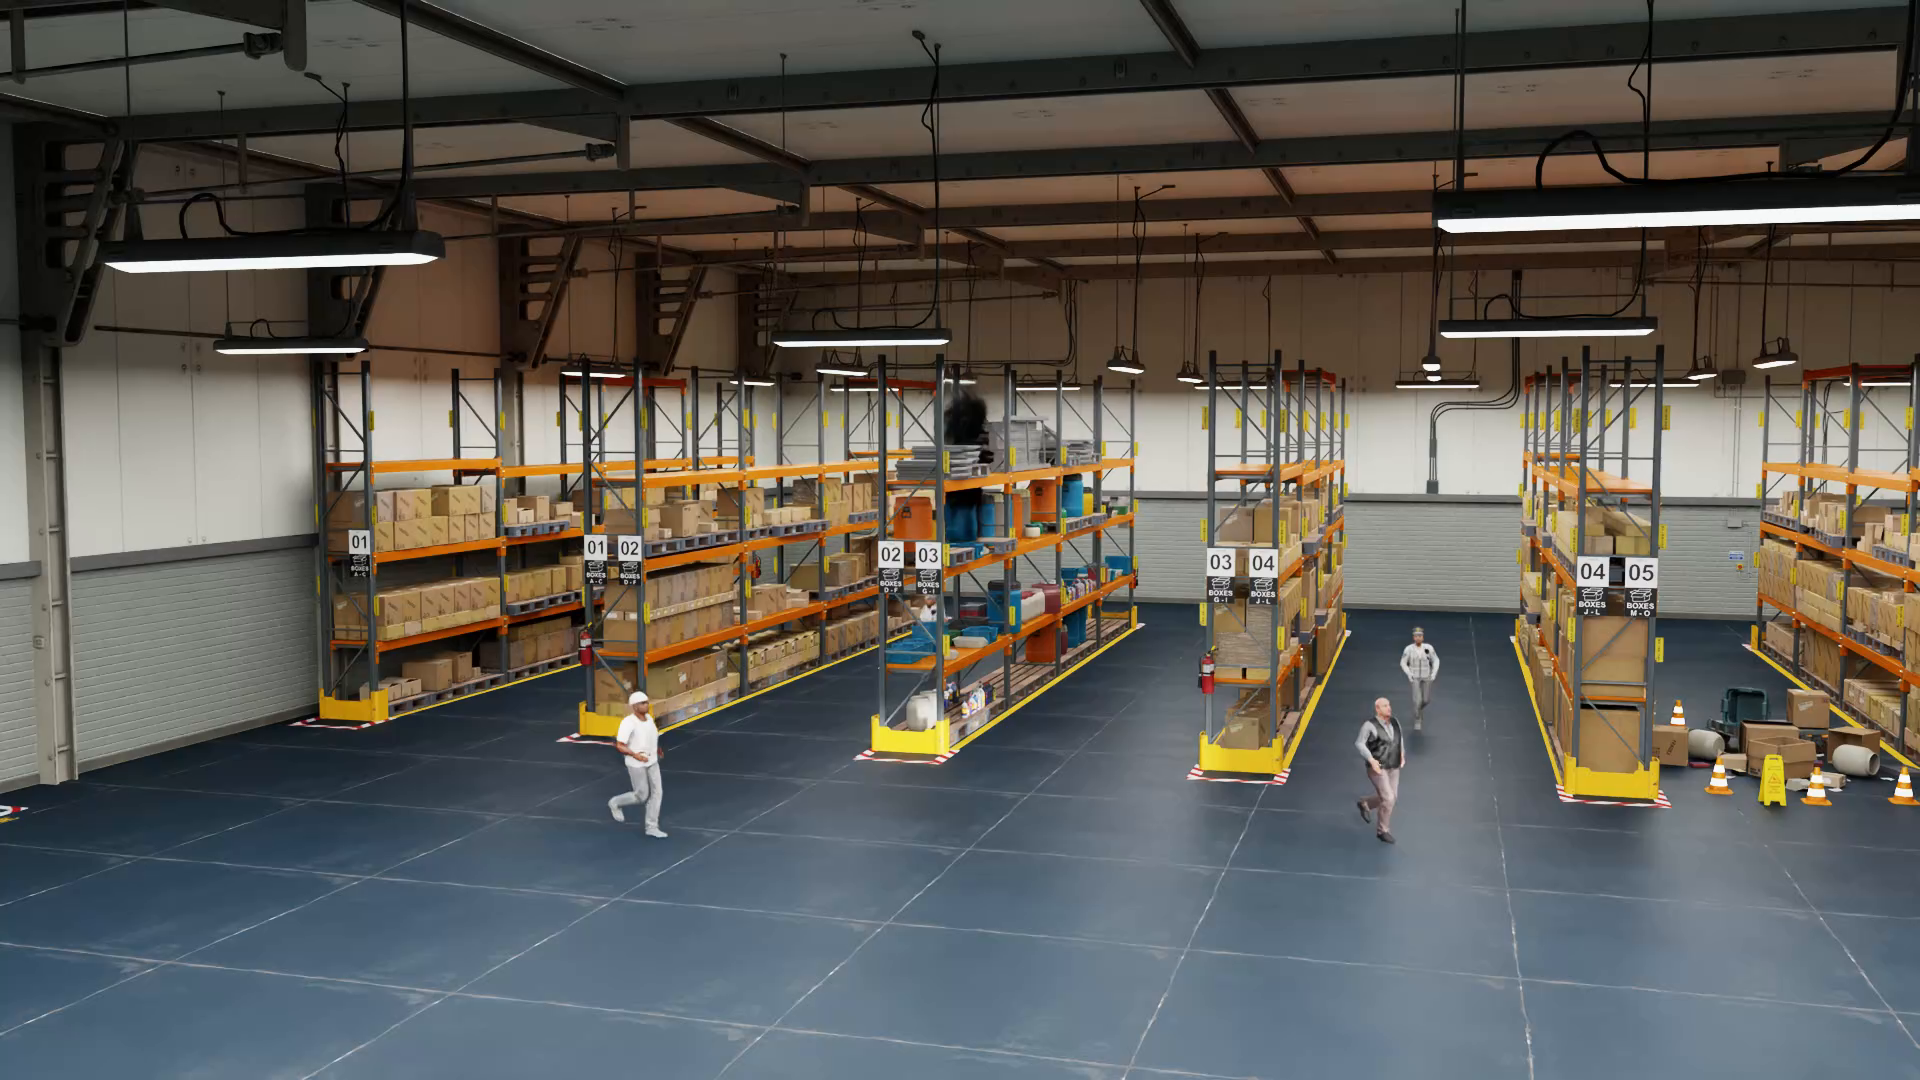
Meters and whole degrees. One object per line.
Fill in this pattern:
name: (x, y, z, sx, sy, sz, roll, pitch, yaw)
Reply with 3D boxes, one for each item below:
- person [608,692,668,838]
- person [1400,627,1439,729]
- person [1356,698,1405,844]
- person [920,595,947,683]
person: (-3.877, 2.701, 20.115, 0.831, 1.748, 0.701, 2, 5, 30)
person: (7.488, 2.247, 27.086, 0.623, 1.664, 0.497, 1, 4, 11)
person: (5.023, 2.733, 19.995, 0.667, 1.724, 0.712, -2, 5, -27)
person: (-0.520, 1.875, 32.213, 0.587, 1.702, 0.866, 1, 4, 19)
